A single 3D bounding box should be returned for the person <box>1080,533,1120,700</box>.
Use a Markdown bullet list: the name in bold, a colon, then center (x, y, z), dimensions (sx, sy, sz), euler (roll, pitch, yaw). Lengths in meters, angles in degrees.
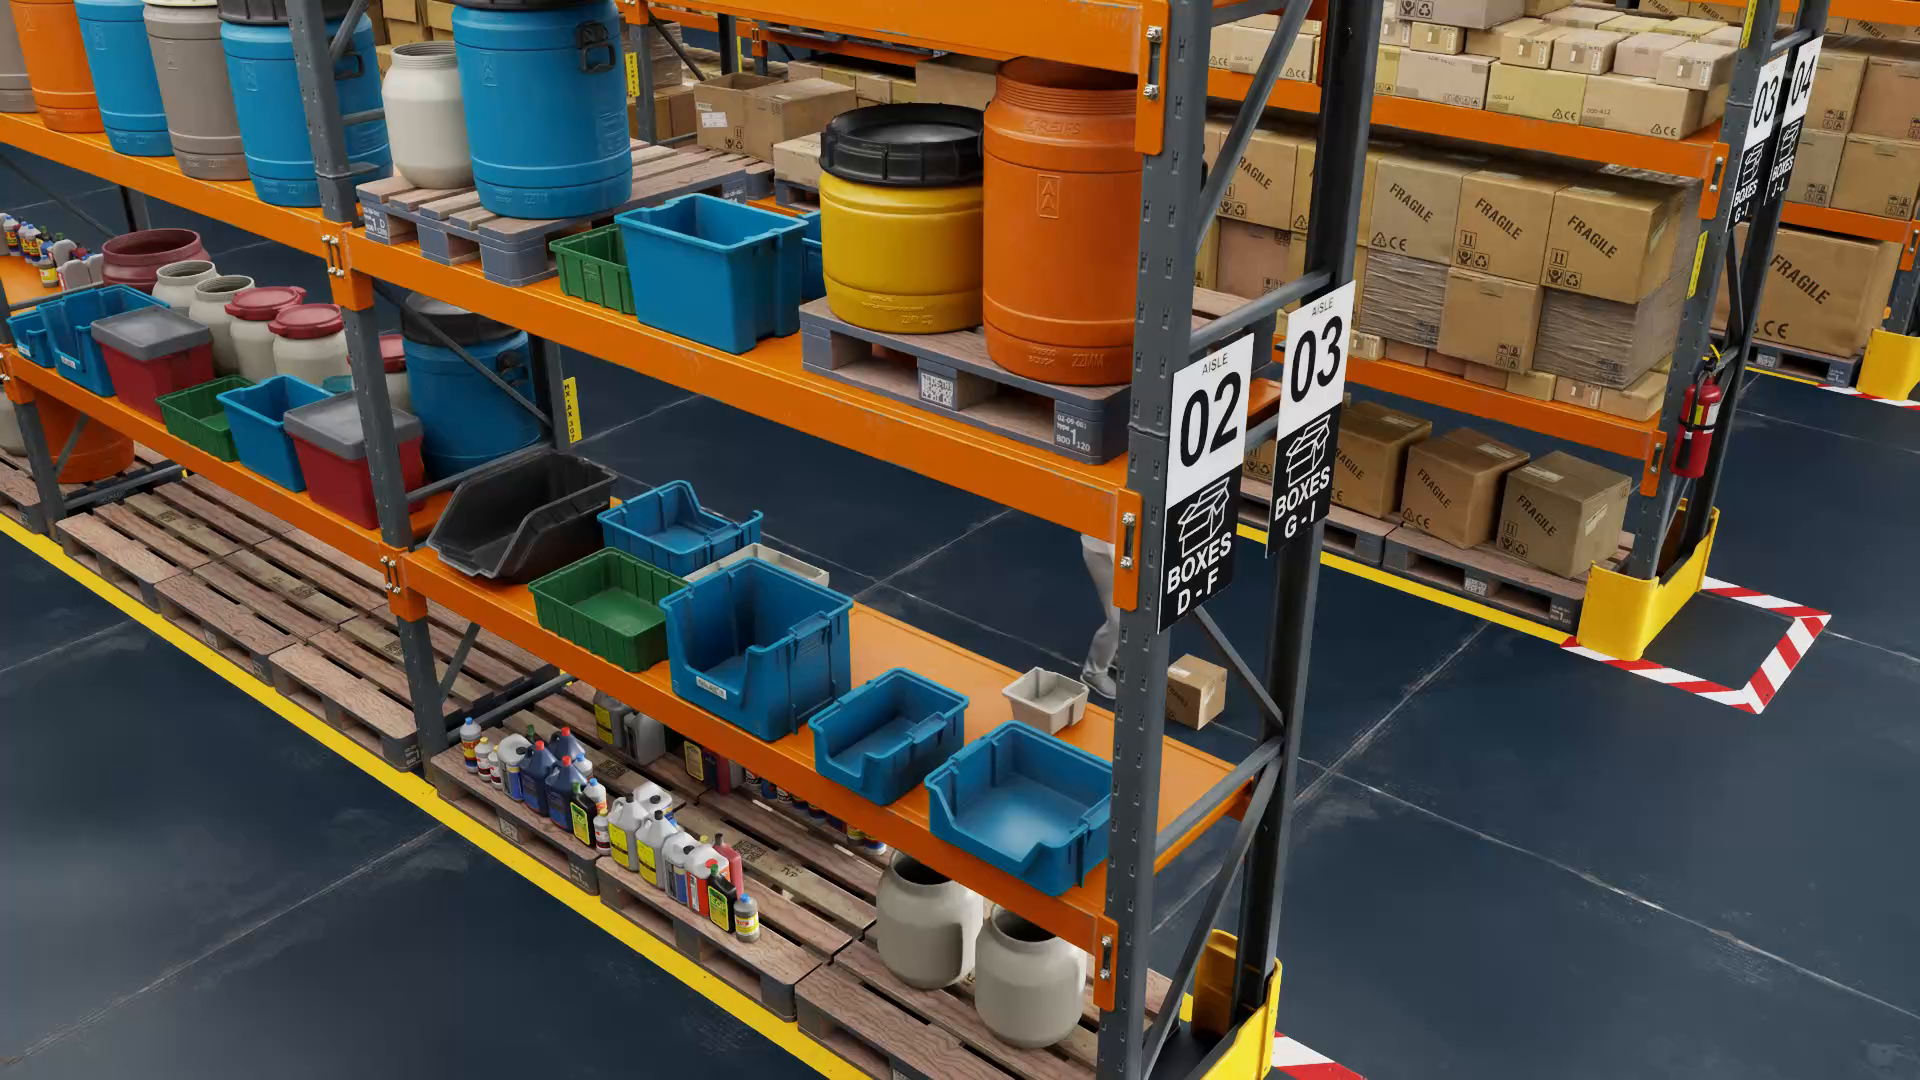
- **person**: center (0.886, 0.050, 8.603), dimensions (0.485, 1.604, 0.508), euler (22, 35, 36)
